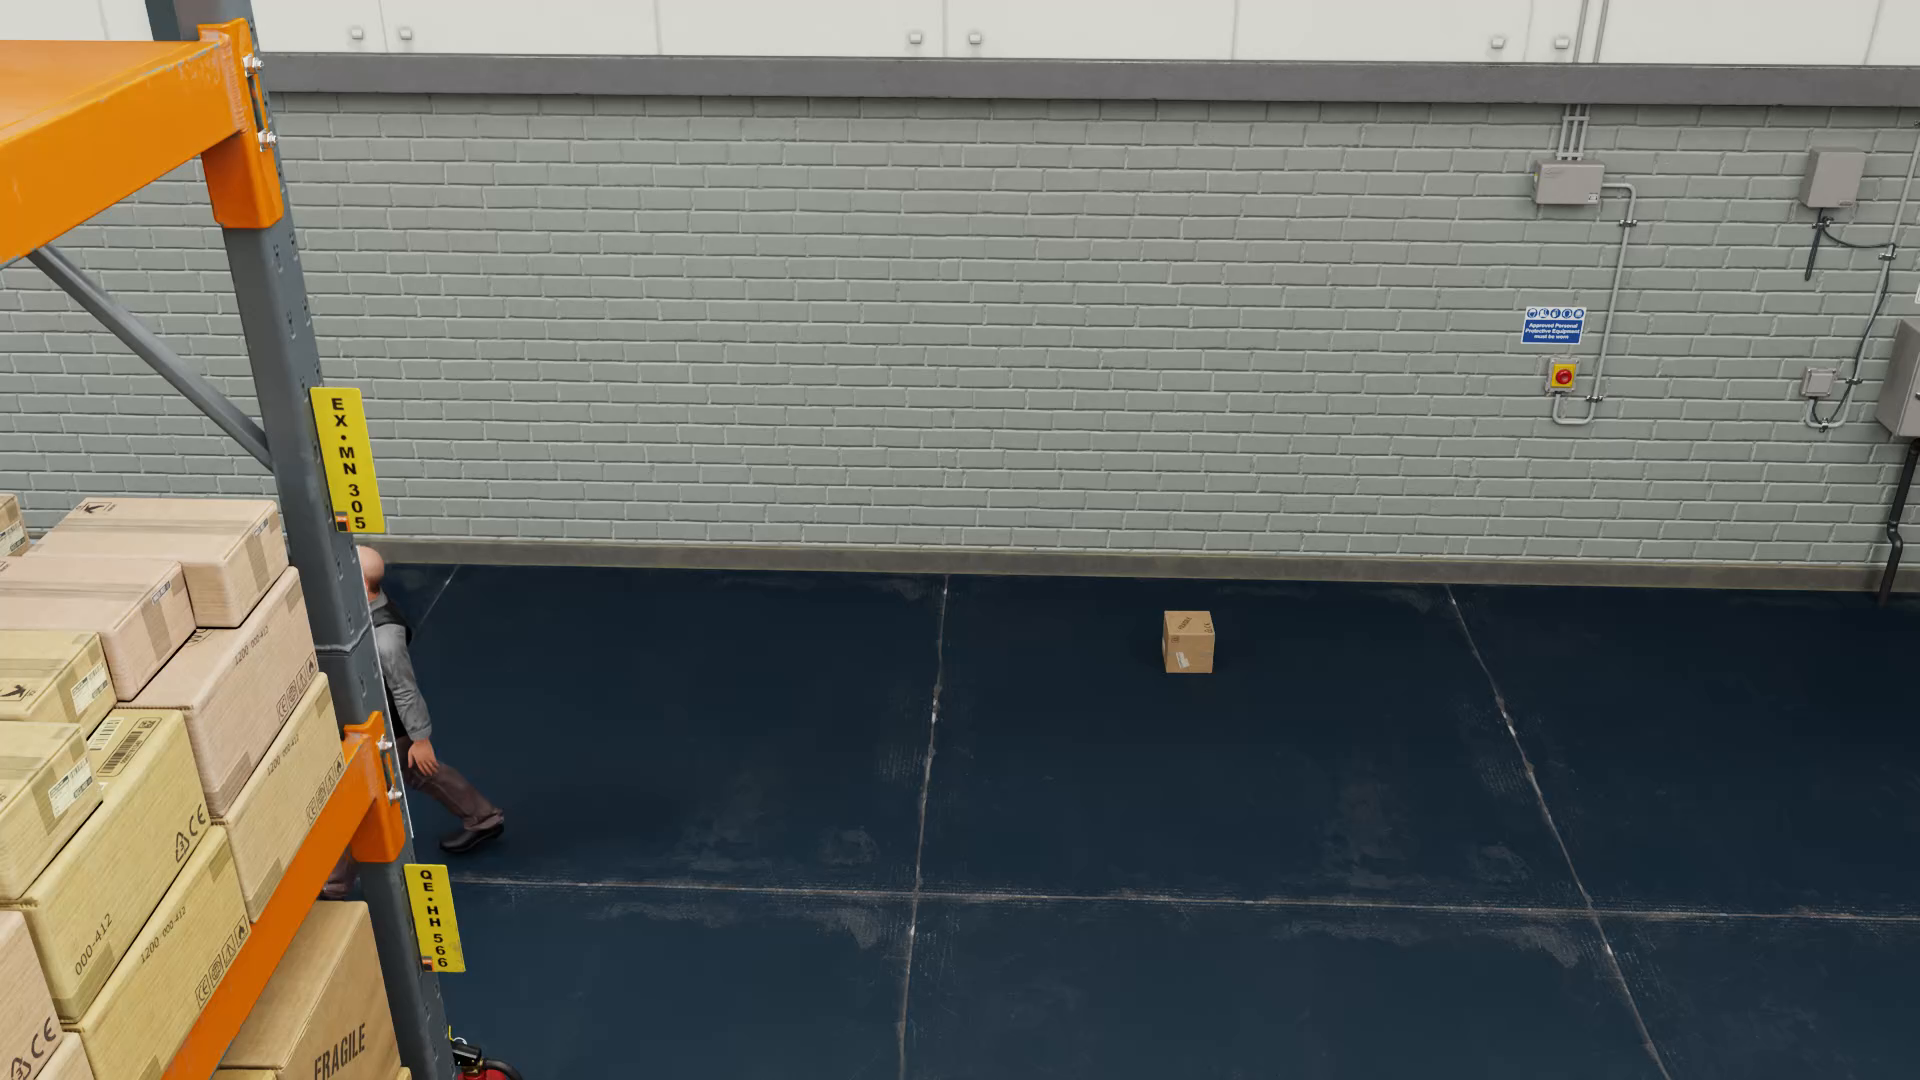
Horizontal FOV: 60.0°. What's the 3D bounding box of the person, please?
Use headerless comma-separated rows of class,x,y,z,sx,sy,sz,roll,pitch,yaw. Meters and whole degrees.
person,-2.562,0.816,7.187,1.024,1.593,0.557,-11,30,-20
